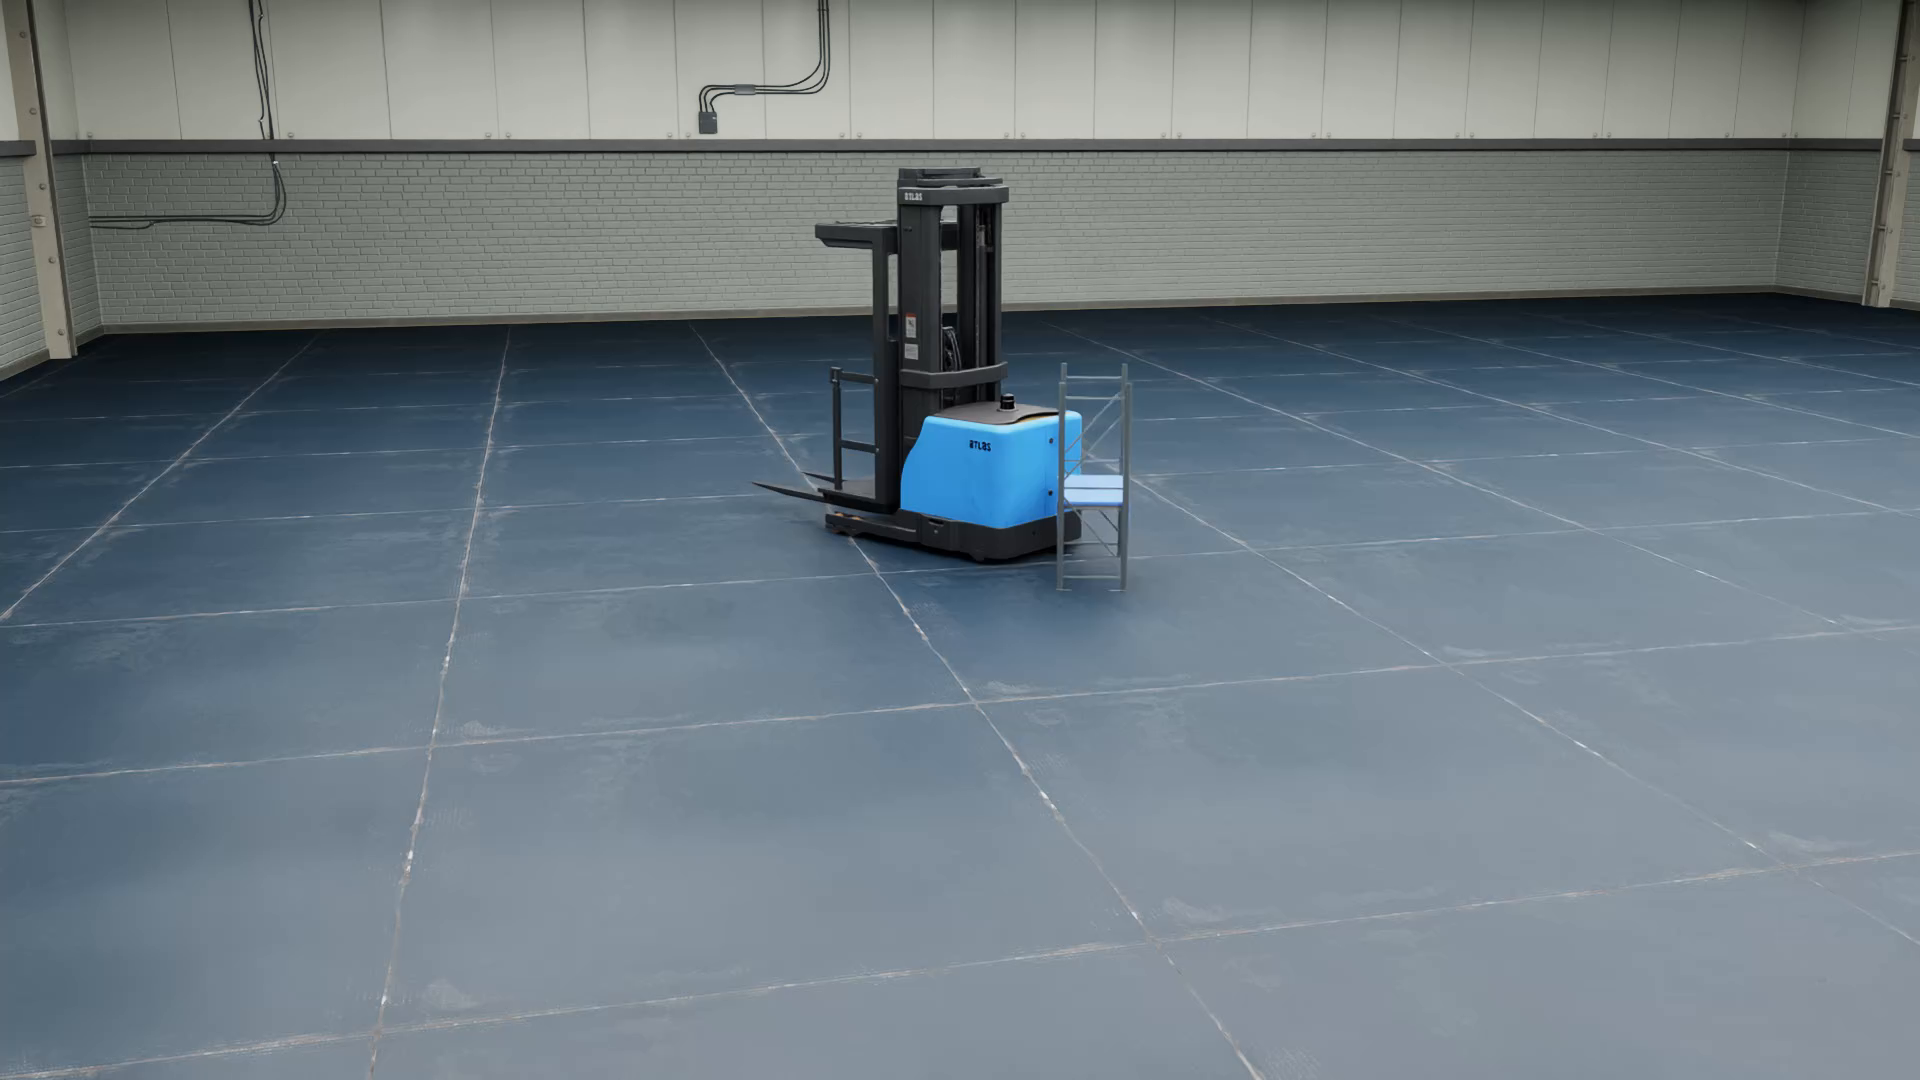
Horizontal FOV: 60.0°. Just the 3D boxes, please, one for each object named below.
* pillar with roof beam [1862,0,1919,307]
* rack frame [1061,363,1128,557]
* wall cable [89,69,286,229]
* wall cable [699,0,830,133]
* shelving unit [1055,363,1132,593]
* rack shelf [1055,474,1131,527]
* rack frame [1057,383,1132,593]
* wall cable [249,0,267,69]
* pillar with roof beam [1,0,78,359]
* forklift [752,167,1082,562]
[{"bbox_3d":[13.241,-8.580,29.587,9.100,9.000,0.400,-3,14,-13],"label":"pillar with roof beam"},{"bbox_3d":[1.014,-0.601,12.726,0.500,1.500,0.032,1,14,4],"label":"rack frame"},{"bbox_3d":[-12.600,-6.309,26.834,3.097,2.526,0.112,-3,14,-13],"label":"wall cable"},{"bbox_3d":[-3.368,-9.995,28.213,2.305,6.003,0.169,-3,14,-13],"label":"wall cable"},{"bbox_3d":[0.979,-0.480,12.233,0.538,1.500,1.048,1,14,4],"label":"shelving unit"},{"bbox_3d":[0.979,-0.306,12.276,0.538,0.185,1.000,1,14,4],"label":"rack shelf"},{"bbox_3d":[0.943,-0.360,11.741,0.500,1.500,0.032,1,14,4],"label":"rack frame"},{"bbox_3d":[-9.970,-8.914,26.852,3.097,2.526,0.112,-3,14,-13],"label":"wall cable"},{"bbox_3d":[-9.009,-7.304,24.364,9.100,9.000,0.400,-3,14,-13],"label":"pillar with roof beam"},{"bbox_3d":[-0.467,-1.530,13.515,3.031,2.935,1.130,12,18,40],"label":"forklift"}]
